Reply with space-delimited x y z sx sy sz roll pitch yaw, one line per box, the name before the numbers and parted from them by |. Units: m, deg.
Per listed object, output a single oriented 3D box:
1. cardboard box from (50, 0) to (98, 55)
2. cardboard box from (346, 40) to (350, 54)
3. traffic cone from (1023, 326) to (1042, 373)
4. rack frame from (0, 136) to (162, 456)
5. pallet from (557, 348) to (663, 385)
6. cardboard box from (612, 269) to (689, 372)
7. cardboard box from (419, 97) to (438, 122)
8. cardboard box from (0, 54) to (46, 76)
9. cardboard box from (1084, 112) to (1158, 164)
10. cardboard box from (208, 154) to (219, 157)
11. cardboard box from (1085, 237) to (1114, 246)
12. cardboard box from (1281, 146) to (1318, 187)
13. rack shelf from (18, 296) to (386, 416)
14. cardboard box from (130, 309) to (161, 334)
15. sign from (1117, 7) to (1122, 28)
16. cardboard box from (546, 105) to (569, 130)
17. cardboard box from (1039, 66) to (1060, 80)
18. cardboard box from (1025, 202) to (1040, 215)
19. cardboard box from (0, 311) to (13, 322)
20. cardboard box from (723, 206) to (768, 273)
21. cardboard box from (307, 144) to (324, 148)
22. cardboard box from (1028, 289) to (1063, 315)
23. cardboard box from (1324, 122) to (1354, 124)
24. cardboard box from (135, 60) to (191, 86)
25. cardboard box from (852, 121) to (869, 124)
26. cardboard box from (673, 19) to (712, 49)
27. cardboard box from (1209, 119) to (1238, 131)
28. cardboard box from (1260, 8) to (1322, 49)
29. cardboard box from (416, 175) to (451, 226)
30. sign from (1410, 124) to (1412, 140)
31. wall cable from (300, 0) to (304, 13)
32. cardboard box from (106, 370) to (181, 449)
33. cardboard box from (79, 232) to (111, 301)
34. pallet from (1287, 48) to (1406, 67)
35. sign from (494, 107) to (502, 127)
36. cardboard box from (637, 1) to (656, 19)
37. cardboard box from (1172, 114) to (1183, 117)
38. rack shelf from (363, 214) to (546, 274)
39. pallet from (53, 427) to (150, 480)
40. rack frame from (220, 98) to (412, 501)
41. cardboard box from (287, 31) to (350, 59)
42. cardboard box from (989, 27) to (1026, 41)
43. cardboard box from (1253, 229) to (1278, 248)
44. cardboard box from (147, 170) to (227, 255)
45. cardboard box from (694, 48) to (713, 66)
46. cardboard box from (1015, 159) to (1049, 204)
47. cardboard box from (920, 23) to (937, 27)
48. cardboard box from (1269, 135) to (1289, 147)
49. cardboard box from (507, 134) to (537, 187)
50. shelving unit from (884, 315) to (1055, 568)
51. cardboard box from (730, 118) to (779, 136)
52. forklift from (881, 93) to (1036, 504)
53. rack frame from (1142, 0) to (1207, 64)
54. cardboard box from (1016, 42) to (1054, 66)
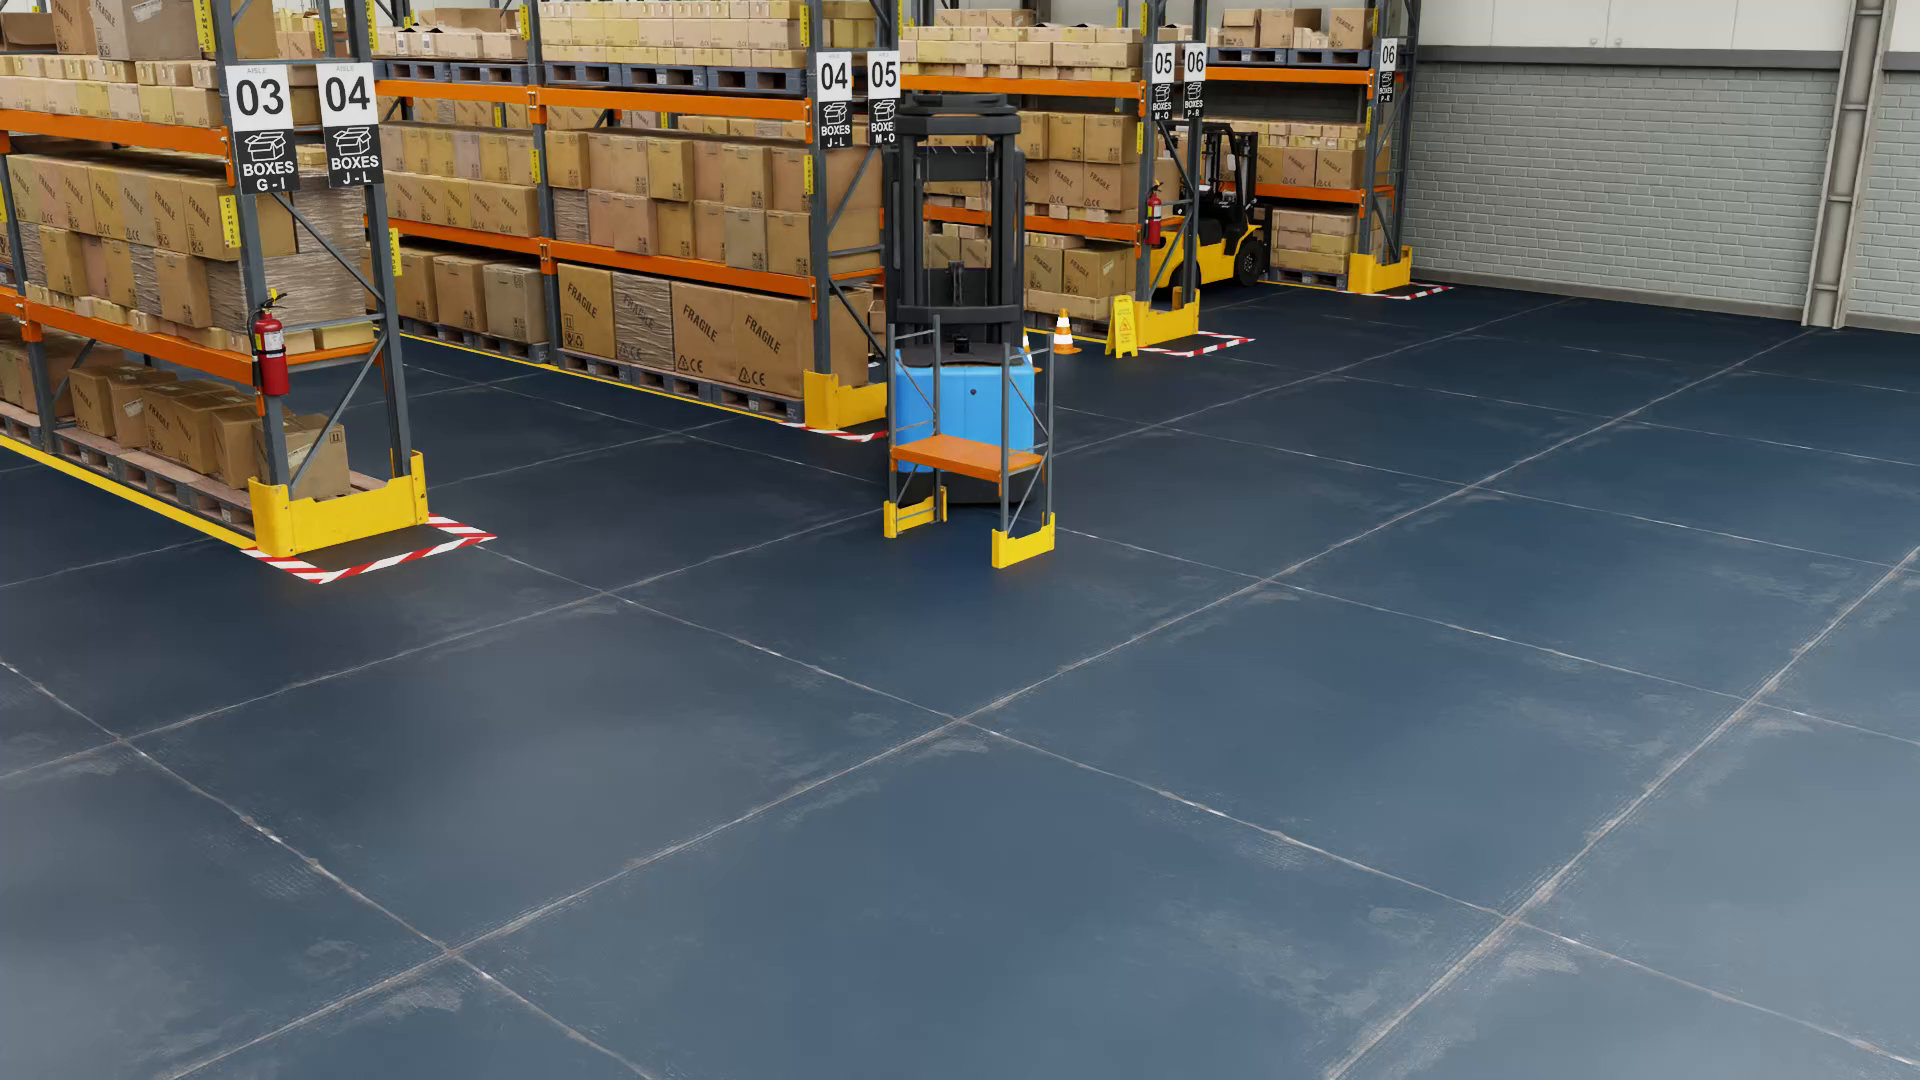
cardboard box | -6.764 -4.081 13.068 0.500 0.500 0.500 14 22 38
cardboard box | -6.750 -5.615 18.944 0.250 0.149 0.380 14 22 37
traffic cone | 0.639 -1.961 17.025 0.334 0.463 0.336 15 23 39
rack frame | -7.270 -2.256 13.761 0.127 3.000 1.000 15 23 39
pallet | -3.385 -1.858 17.118 1.213 0.211 1.003 15 23 39
cardboard box | -2.802 -2.223 16.475 0.875 0.875 0.875 15 23 40
cardboard box | -8.343 -6.967 26.788 0.500 0.500 0.500 15 23 39
cardboard box | -7.232 -3.669 12.844 0.250 0.149 0.380 14 22 38
cardboard box | 1.773 -4.414 18.251 0.500 0.500 0.700 14 23 38
cardboard box | -9.313 -4.848 21.157 0.250 0.149 0.380 14 22 37
cardboard box | 1.468 -3.275 19.584 0.500 0.500 0.500 14 22 37
cardboard box | 4.667 -5.012 22.280 0.500 0.500 0.500 16 24 41
rack shelf | -5.774 -1.511 12.604 4.000 0.370 1.077 15 23 39
cardboard box | -5.820 -1.621 12.175 0.250 0.149 0.380 15 23 39
sign | 2.247 -7.323 23.394 0.005 0.325 0.100 15 23 39
cardboard box | -5.765 -6.278 24.616 0.500 0.500 0.500 14 23 38
cardboard box | 1.100 -5.222 18.564 0.250 0.149 0.380 15 23 39
cardboard box | 0.875 -3.843 19.176 0.250 0.149 0.380 15 23 39
cardboard box | -9.337 -2.203 15.759 0.500 0.250 0.500 -15 23 -40
cardboard box | -1.644 -2.796 15.214 0.550 0.550 0.875 15 23 39
cardboard box | -7.896 -4.872 20.743 0.250 0.149 0.380 16 24 42
cardboard box | 1.134 -2.792 19.300 0.500 0.250 0.500 15 23 39
cardboard box | 5.102 -5.543 22.389 0.250 0.149 0.380 16 23 40
cardboard box | -5.291 -3.140 11.177 0.250 0.149 0.380 15 23 40
cardboard box | -1.228 -5.147 21.520 0.500 0.500 0.500 15 23 39
cardboard box | -2.210 -4.539 14.893 0.500 0.250 0.500 15 23 39
cardboard box | 3.657 -5.748 23.037 0.250 0.149 0.380 15 23 39
cardboard box | 4.399 -6.806 22.114 0.500 0.500 0.700 15 23 40
cardboard box | -5.607 -3.754 18.316 0.500 0.500 0.500 15 23 39
sign | 5.964 -5.393 22.085 0.005 0.325 0.100 15 23 39
wall cable | -13.608 -11.015 31.443 0.029 3.000 2.355 15 23 39
cardboard box | -6.564 -1.062 13.437 0.500 0.500 0.500 -10 20 -28
cardboard box | -6.183 -2.155 12.786 0.500 0.500 0.875 15 23 39
pallet | 5.080 -6.354 21.861 1.213 0.211 1.003 15 23 39
sign | -7.043 -6.429 25.347 0.005 0.325 0.100 15 23 39
cardboard box | -2.718 -4.840 15.183 0.250 0.149 0.380 15 23 39
cardboard box | 3.199 -6.065 24.034 0.250 0.149 0.380 14 23 38
rack shelf | -5.398 -3.416 18.607 4.000 0.370 1.077 15 23 39
pallet | -6.744 -0.800 13.783 1.213 0.211 1.003 15 23 39
rack frame | -4.278 -1.453 11.230 0.127 3.000 1.000 15 23 39
cardboard box | -7.490 -5.695 19.475 0.500 0.500 0.500 15 23 39
cardboard box | 0.544 -5.757 18.933 0.250 0.149 0.380 16 23 40
cardboard box | 4.252 -4.175 22.834 0.500 0.250 0.500 14 23 38
cardboard box | -5.232 -2.272 11.503 0.500 0.500 0.500 15 23 39
cardboard box | -2.146 -4.307 14.821 0.250 0.149 0.380 15 23 38
cardboard box | 0.967 -4.134 19.021 0.500 0.500 0.500 15 23 39
cardboard box | -0.484 -8.251 26.791 0.250 0.149 0.380 14 22 37
cardboard box | 4.373 -5.387 22.391 0.250 0.149 0.380 14 22 38
cardboard box | -4.278 -3.980 17.376 0.500 0.500 0.700 15 23 38
shelving unit | 0.057 -0.700 11.337 1.083 1.500 0.587 15 23 39
cardboard box | -2.705 -5.340 22.127 0.500 0.500 0.500 16 23 40
forklift | -0.059 -2.054 13.238 1.130 2.935 3.031 -1 18 -4
rack frame | 2.300 -6.554 17.387 0.127 3.000 1.000 15 23 39
cardboard box | 0.971 -5.441 18.595 0.500 0.250 0.500 16 24 41
